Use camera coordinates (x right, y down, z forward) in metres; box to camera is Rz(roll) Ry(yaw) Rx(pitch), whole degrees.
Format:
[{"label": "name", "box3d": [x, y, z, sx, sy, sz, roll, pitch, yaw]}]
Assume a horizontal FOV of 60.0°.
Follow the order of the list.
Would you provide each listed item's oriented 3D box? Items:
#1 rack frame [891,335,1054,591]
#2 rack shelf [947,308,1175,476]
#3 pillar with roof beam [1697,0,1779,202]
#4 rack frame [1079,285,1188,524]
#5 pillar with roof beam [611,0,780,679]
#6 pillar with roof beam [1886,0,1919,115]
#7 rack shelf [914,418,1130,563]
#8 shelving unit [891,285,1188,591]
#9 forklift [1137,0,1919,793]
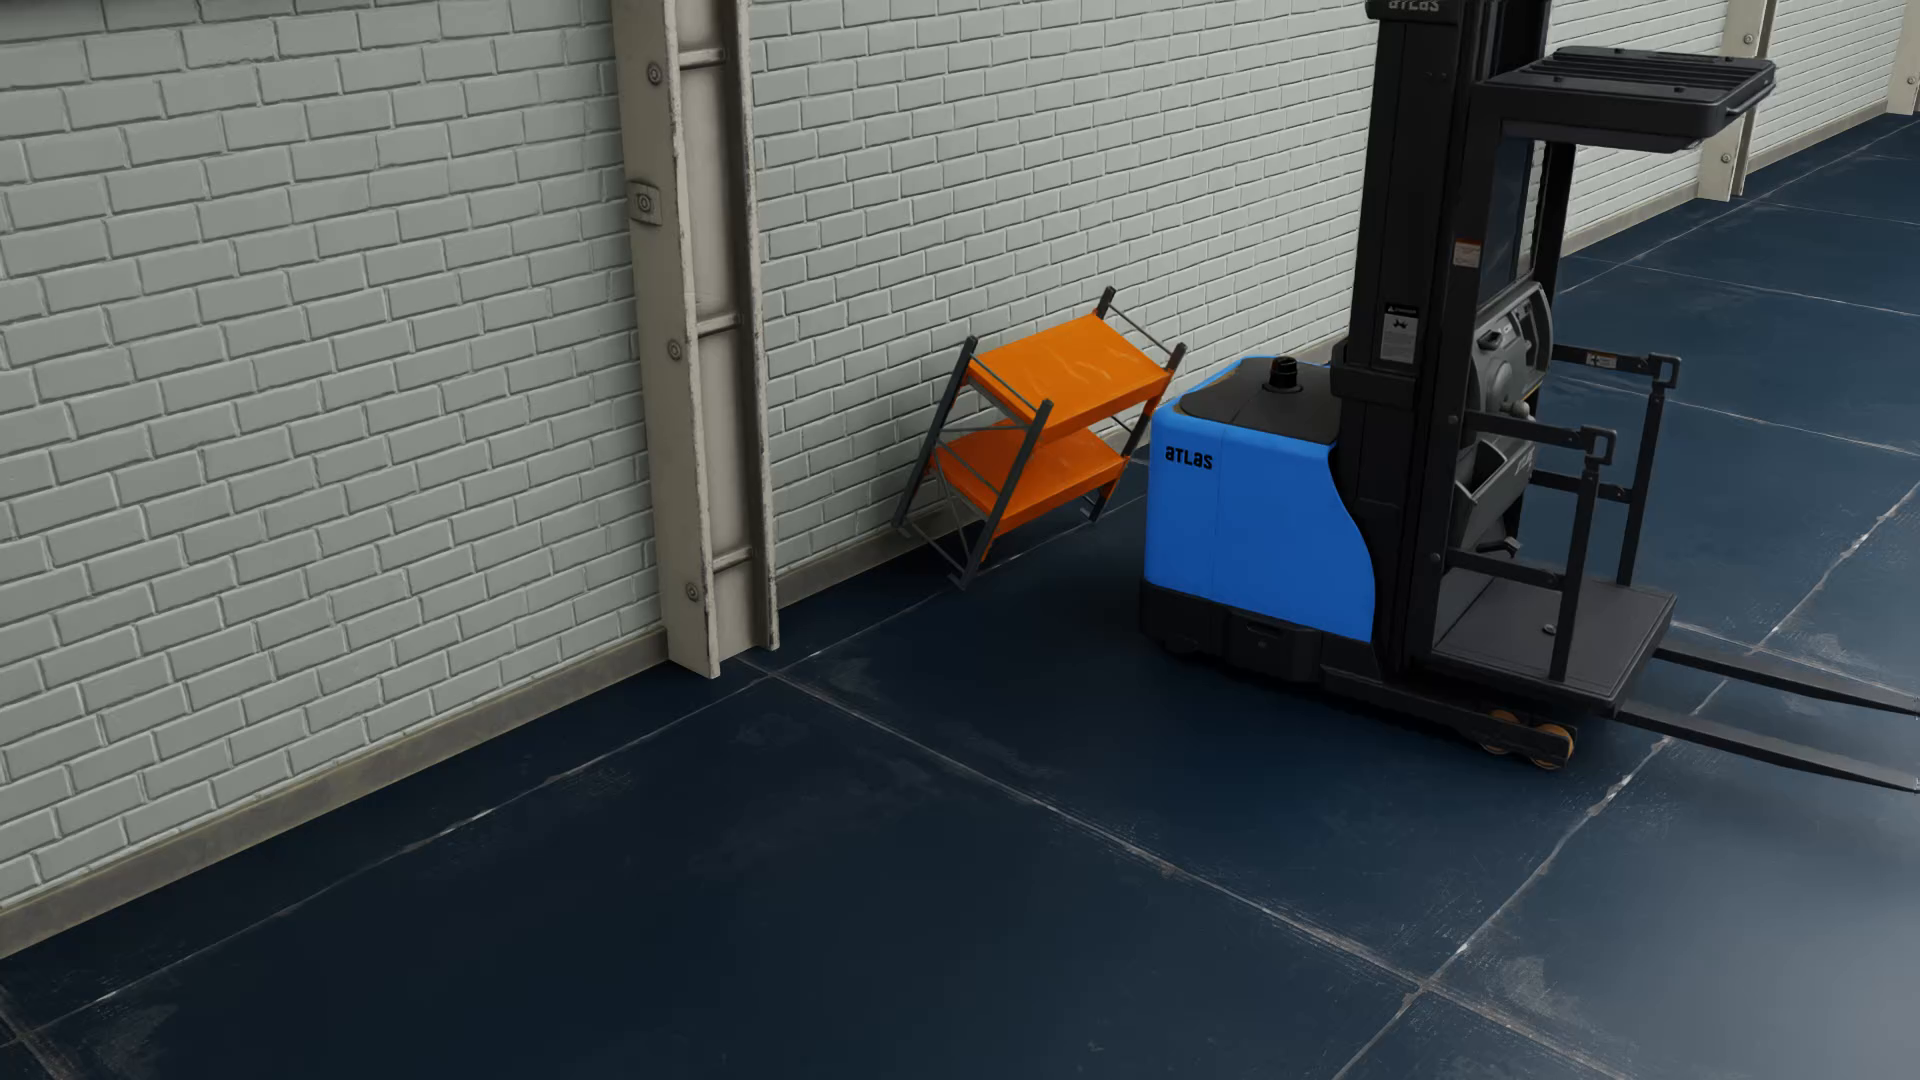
[{"label": "rack frame", "box3d": [0.035, -0.325, 7.424, 0.500, 1.125, 0.032, 42, 42, 21]}, {"label": "rack shelf", "box3d": [0.458, -0.694, 7.594, 0.538, 0.278, 1.000, 42, 42, 21]}, {"label": "pillar with roof beam", "box3d": [10.190, -6.106, 10.870, 9.100, 9.000, 0.400, 20, 31, 38]}, {"label": "rack frame", "box3d": [0.694, -0.645, 8.129, 0.500, 1.125, 0.032, 42, 42, 21]}, {"label": "pillar with roof beam", "box3d": [2.182, -2.450, 2.716, 9.100, 9.000, 0.400, 20, 31, 38]}, {"label": "pillar with roof beam", "box3d": [14.195, -7.934, 14.947, 9.100, 9.000, 0.400, 20, 31, 38]}, {"label": "rack shelf", "box3d": [0.286, -0.310, 7.929, 0.538, 0.278, 1.000, 42, 42, 21]}, {"label": "shelving unit", "box3d": [0.365, -0.485, 7.777, 0.538, 1.125, 1.048, 42, 42, 21]}, {"label": "forklift", "box3d": [2.282, -0.716, 6.264, 3.031, 2.935, 1.130, 15, 28, 30]}]
